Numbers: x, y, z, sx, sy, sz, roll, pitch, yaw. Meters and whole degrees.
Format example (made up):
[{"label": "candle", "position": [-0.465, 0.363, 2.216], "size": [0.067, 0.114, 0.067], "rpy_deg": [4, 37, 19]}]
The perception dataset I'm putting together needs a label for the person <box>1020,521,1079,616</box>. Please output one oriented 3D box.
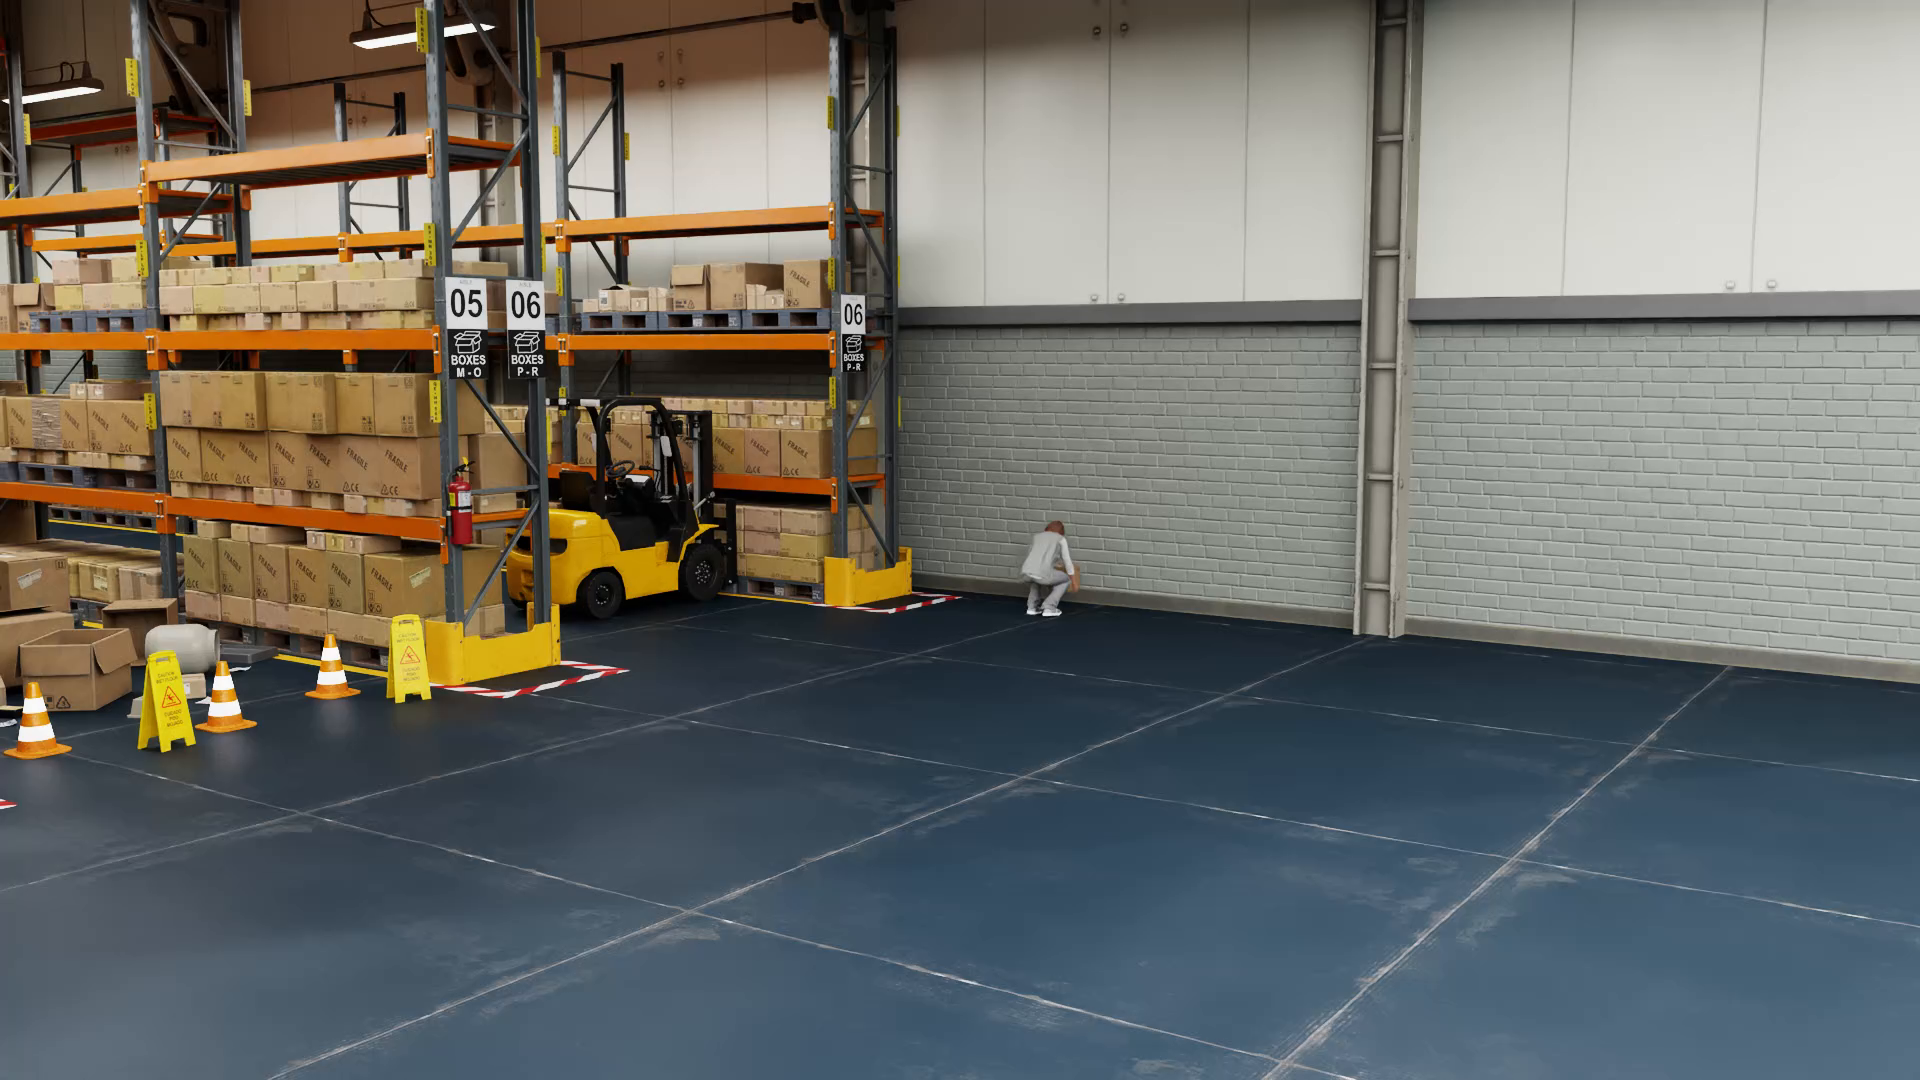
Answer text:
[{"label": "person", "position": [0.882, 0.297, 16.684], "size": [0.423, 0.906, 0.802], "rpy_deg": [4, 8, 32]}]
